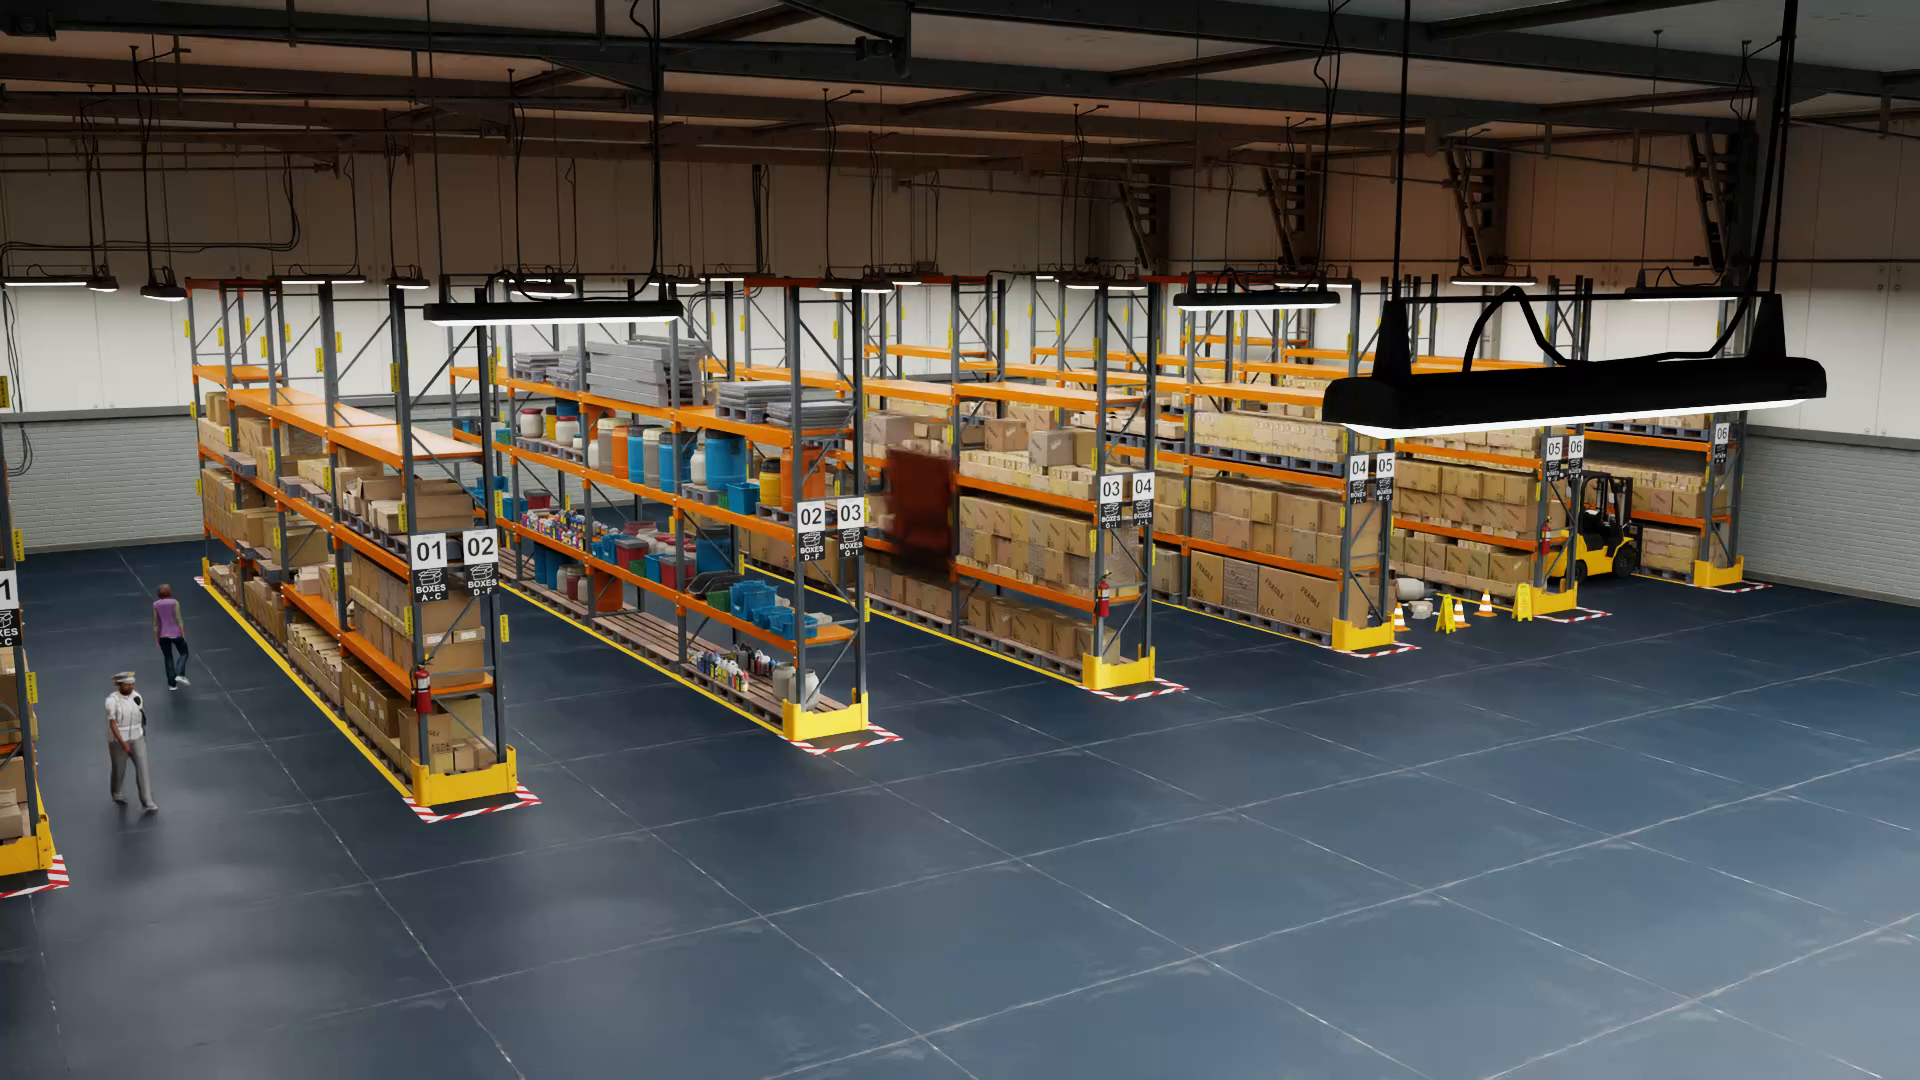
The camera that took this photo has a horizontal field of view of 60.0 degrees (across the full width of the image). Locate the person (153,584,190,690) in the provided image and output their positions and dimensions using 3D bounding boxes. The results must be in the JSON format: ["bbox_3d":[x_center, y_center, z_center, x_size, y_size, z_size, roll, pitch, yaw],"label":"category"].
[{"bbox_3d":[-11.693,1.446,24.612,0.459,1.589,0.467,-3,10,-15],"label":"person"}]

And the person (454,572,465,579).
[{"bbox_3d":[-9.388,0.412,30.565,0.480,1.671,0.502,-1,10,-4],"label":"person"}]

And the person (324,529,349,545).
[{"bbox_3d":[-12.665,-0.241,34.046,0.658,1.724,1.034,-6,11,-31],"label":"person"}]

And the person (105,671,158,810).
[{"bbox_3d":[-9.649,2.315,19.345,0.993,1.592,0.446,9,13,42],"label":"person"}]
